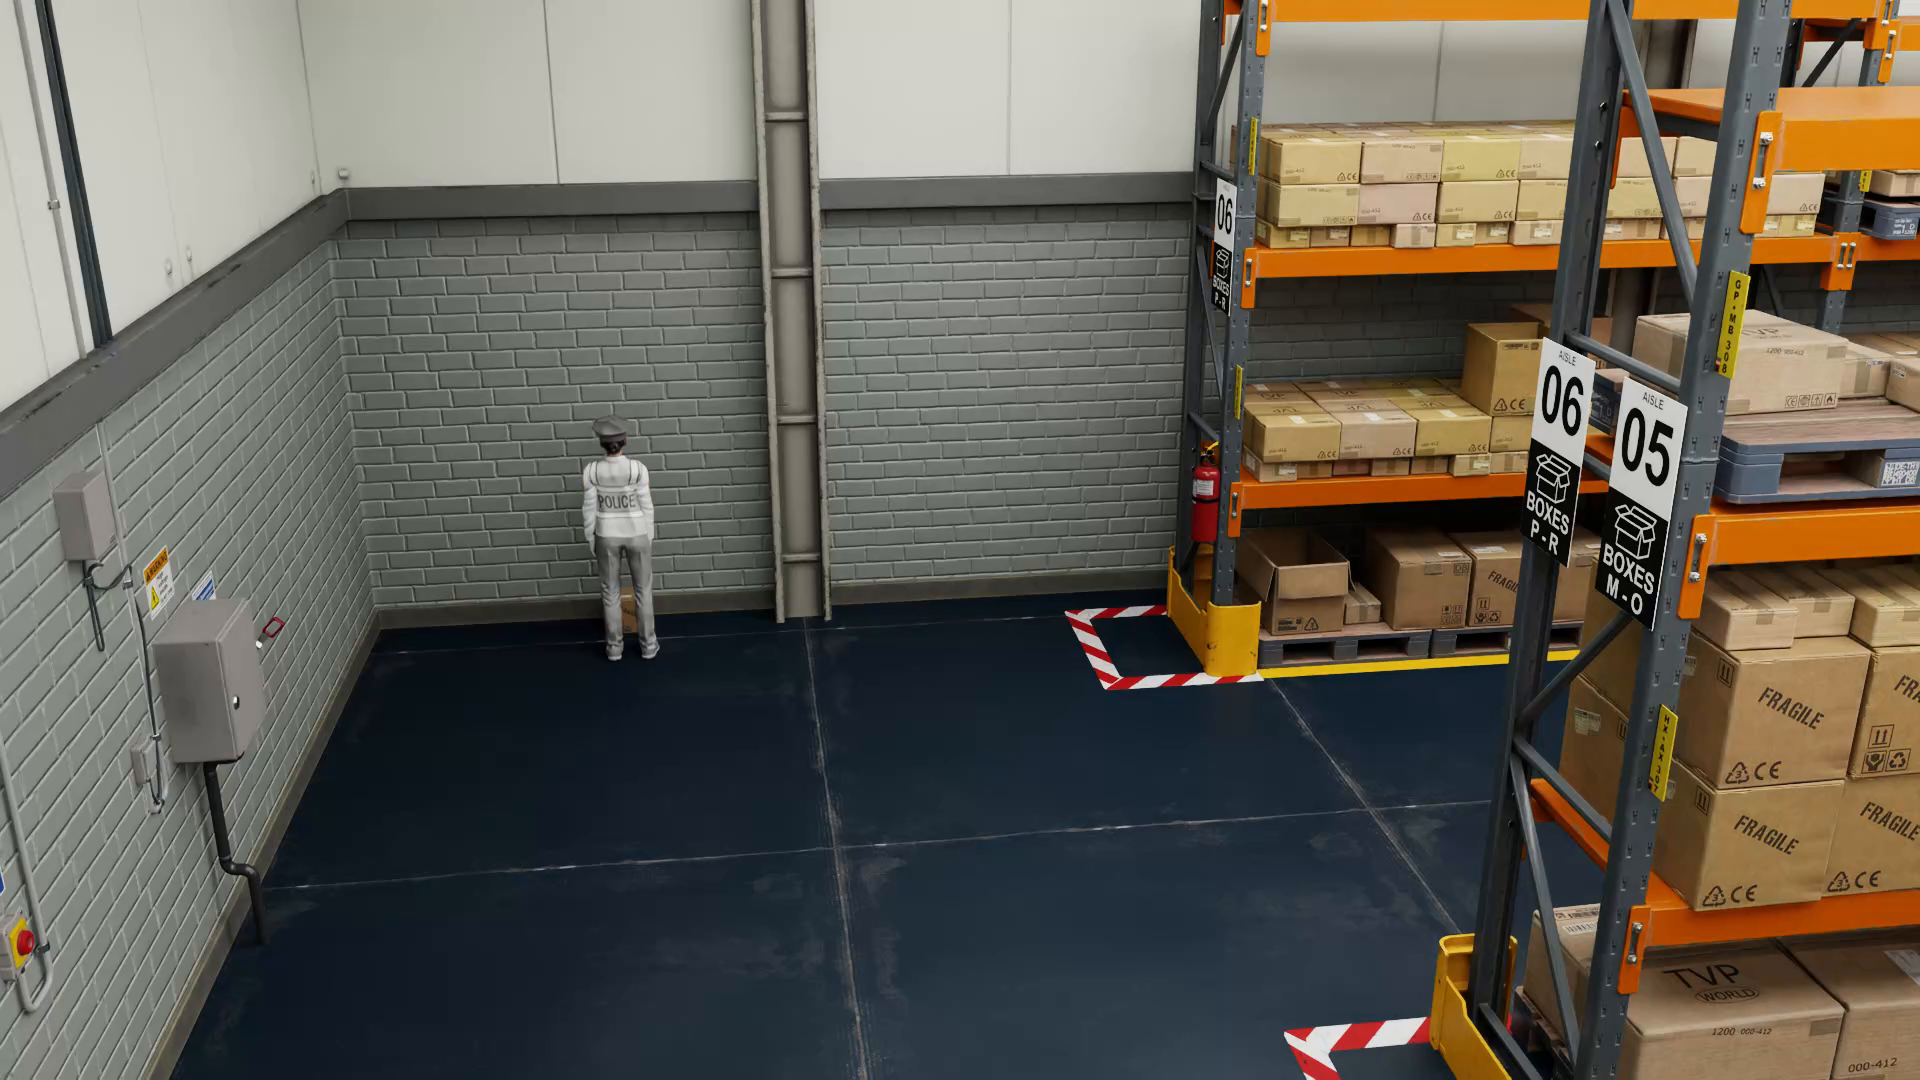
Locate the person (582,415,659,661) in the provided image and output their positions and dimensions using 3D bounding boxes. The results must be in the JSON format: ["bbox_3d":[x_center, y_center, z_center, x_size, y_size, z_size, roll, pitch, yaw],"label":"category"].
[{"bbox_3d":[-2.264,-0.006,11.087,0.467,1.671,0.330,-2,20,-6],"label":"person"}]
